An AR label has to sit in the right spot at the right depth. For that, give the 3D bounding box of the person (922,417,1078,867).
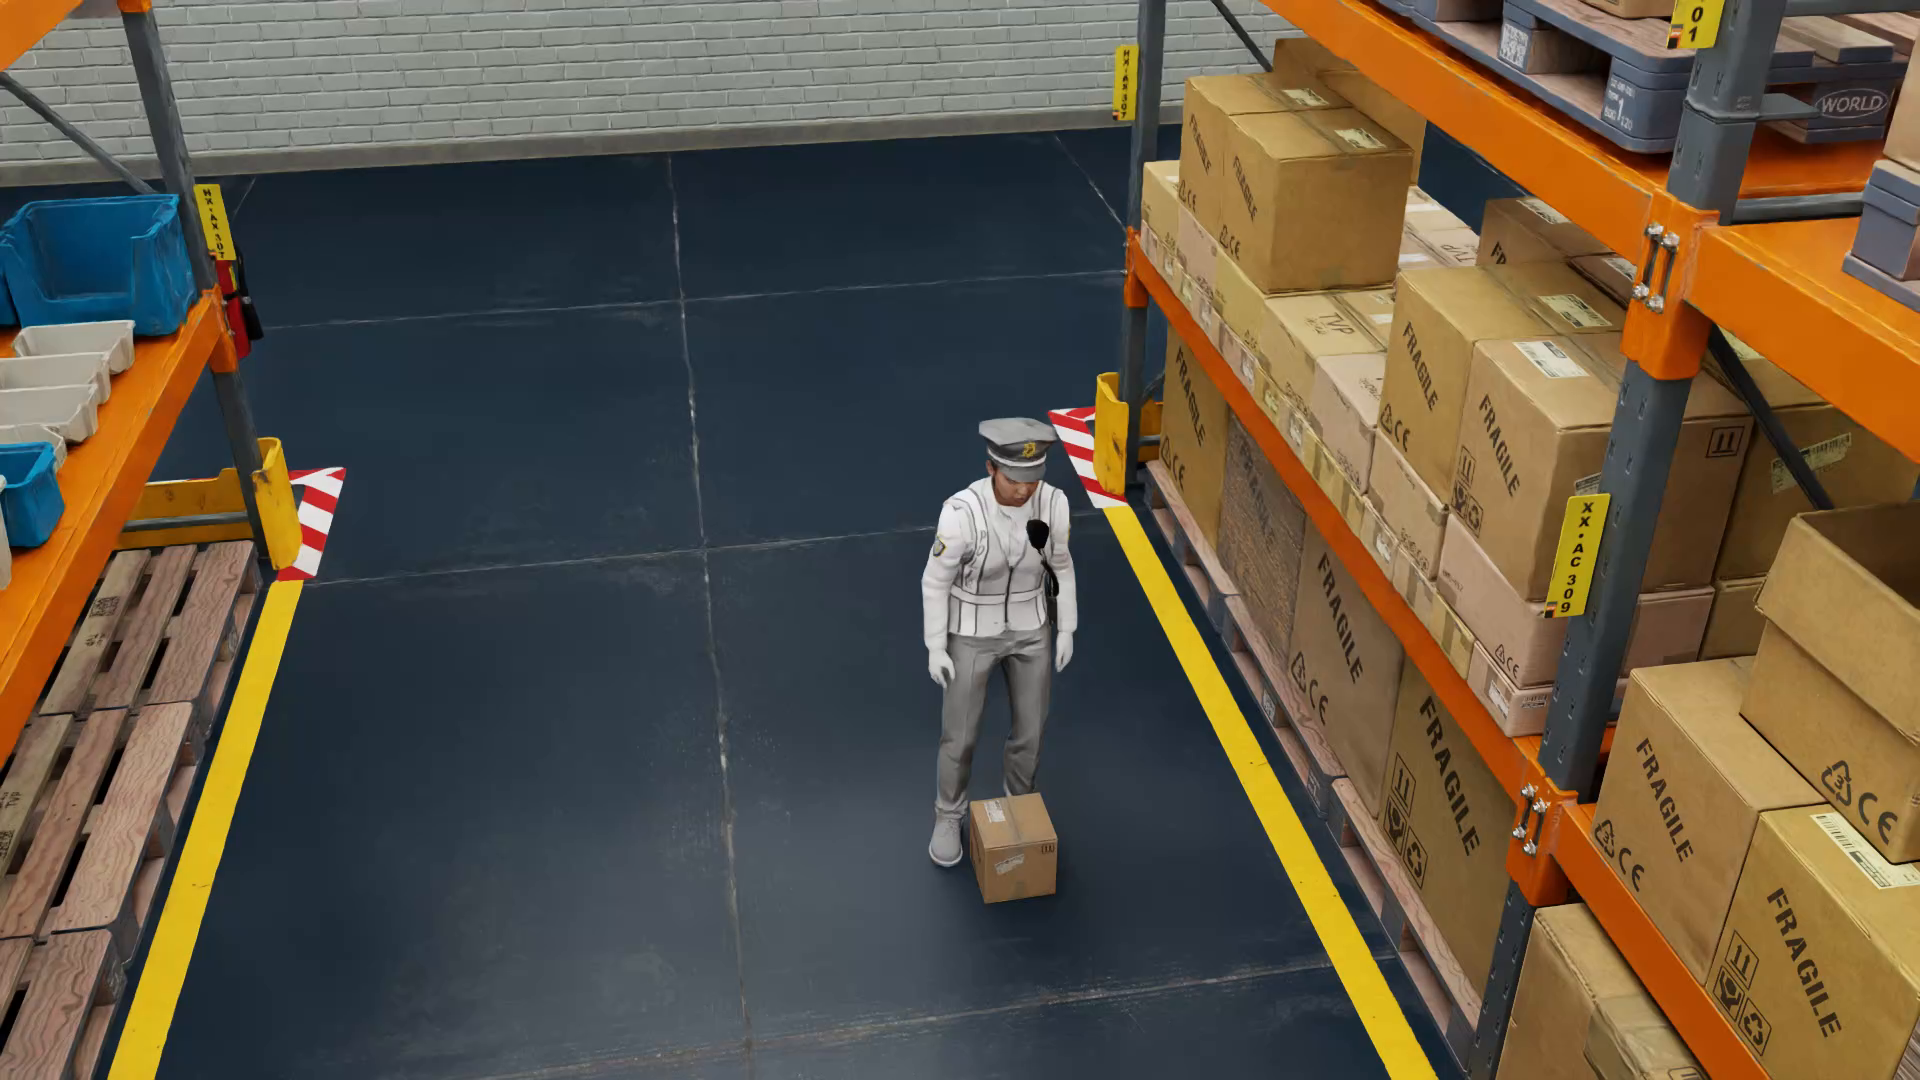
[{"bbox_3d":[0.136,0.332,5.574,0.541,1.661,0.375,-7,32,-12],"label":"person"}]
